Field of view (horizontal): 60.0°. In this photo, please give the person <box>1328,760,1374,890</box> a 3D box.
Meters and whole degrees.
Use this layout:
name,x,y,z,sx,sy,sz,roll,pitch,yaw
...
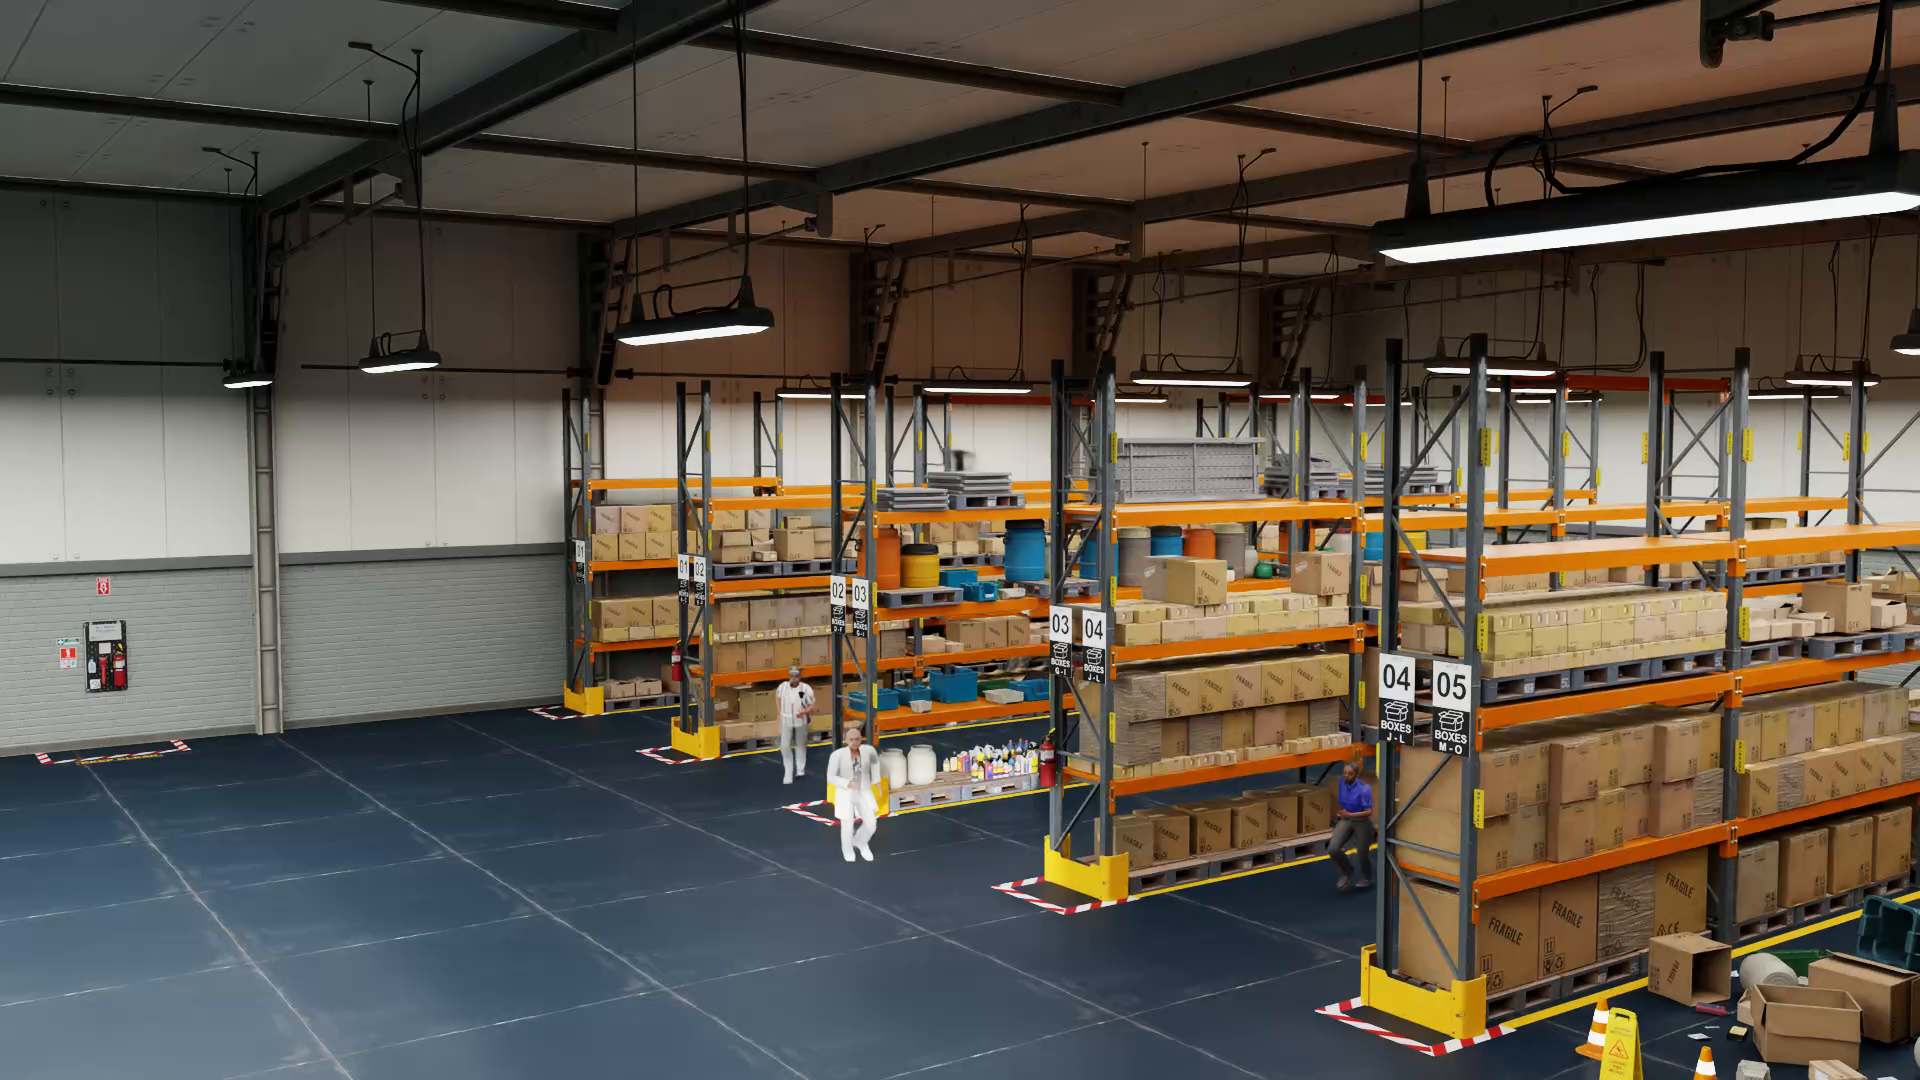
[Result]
name,x,y,z,sx,sy,sz,roll,pitch,yaw
person,4.405,3.197,18.589,0.567,1.508,0.963,3,5,37

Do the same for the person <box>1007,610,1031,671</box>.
name,x,y,z,sx,sy,sz,roll,pitch,yaw
person,1.175,2.202,32.533,0.565,1.738,0.675,-3,5,-36

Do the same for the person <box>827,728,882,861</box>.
name,x,y,z,sx,sy,sz,roll,pitch,yaw
person,-1.248,3.049,19.795,0.708,1.668,0.933,-1,4,-14

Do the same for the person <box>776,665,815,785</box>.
name,x,y,z,sx,sy,sz,roll,pitch,yaw
person,-2.444,2.730,24.616,0.597,1.801,0.846,0,4,-1
